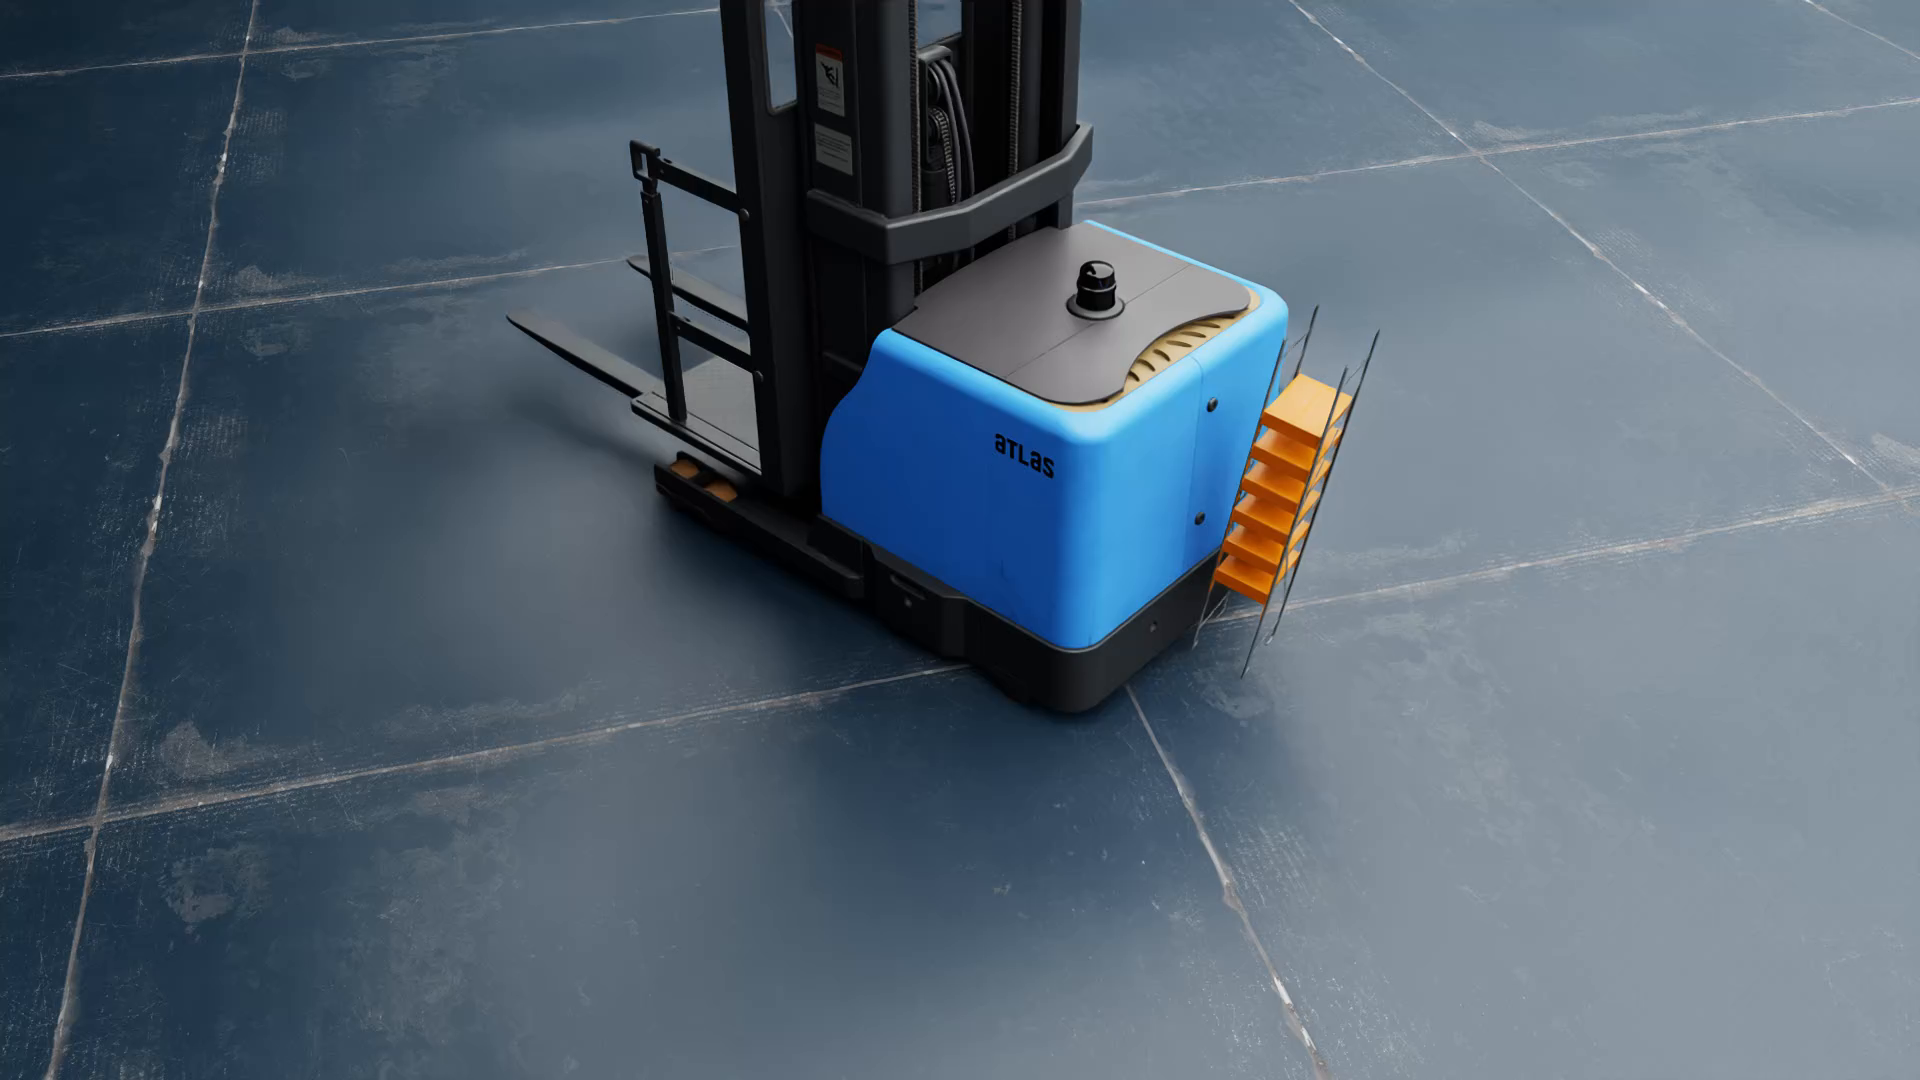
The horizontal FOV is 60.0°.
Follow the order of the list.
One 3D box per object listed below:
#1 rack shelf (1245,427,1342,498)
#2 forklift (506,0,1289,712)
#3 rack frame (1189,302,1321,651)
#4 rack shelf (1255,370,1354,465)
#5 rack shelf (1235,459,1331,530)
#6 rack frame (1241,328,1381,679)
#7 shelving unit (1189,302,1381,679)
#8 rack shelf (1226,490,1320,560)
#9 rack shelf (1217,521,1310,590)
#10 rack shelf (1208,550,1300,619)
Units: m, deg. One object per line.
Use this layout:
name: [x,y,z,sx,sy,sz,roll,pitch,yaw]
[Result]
rack shelf: [0.961,-0.258,4.768,0.180,0.103,0.258,28,45,20]
forklift: [-0.440,-1.416,5.188,3.031,2.935,1.130,28,46,32]
rack frame: [0.862,-0.154,4.929,0.006,1.200,0.240,28,45,20]
rack shelf: [0.975,-0.347,4.689,0.180,0.103,0.258,28,45,20]
rack shelf: [0.947,-0.169,4.848,0.180,0.103,0.258,28,45,20]
rack frame: [1.014,-0.073,4.866,0.006,1.200,0.240,28,45,20]
shelving unit: [0.938,-0.113,4.898,0.189,1.200,0.258,28,45,20]
rack shelf: [0.933,-0.081,4.927,0.180,0.103,0.258,28,45,20]
rack shelf: [0.919,0.008,5.007,0.180,0.103,0.258,28,45,20]
rack shelf: [0.905,0.097,5.086,0.180,0.103,0.258,28,45,20]
